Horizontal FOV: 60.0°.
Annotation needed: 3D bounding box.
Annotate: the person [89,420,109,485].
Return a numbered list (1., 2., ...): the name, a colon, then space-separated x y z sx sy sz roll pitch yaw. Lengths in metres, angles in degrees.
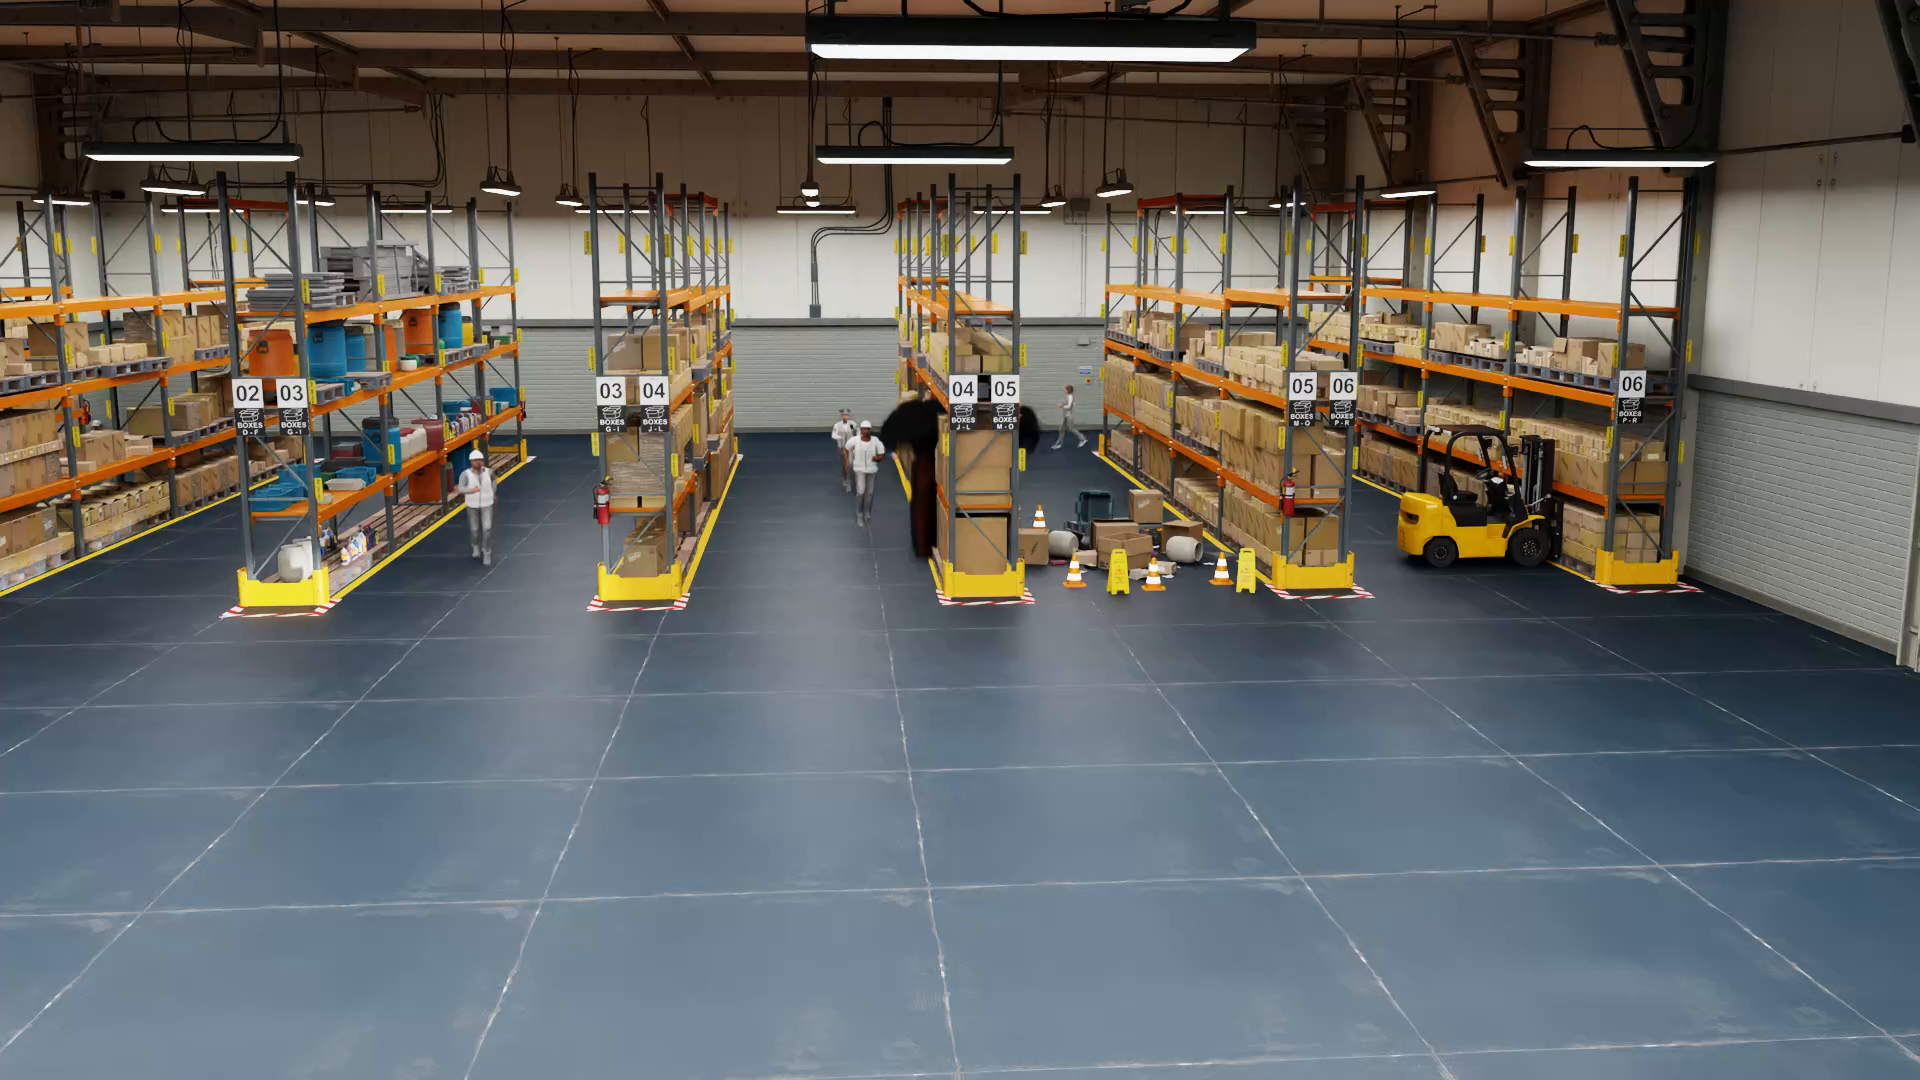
1. person: -17.065 -1.594 33.035 0.587 1.638 0.798 -3 11 -19

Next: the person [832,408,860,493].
1. person: -2.356 -1.864 34.415 0.571 1.738 0.832 0 10 1

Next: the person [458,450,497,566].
1. person: -7.689 -0.529 26.557 0.605 1.826 0.869 -3 11 -18

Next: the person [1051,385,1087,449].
1. person: 2.707 -3.056 41.269 0.888 1.592 0.547 -1 10 -6

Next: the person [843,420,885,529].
1. person: -1.621 -1.123 28.446 0.684 1.847 0.712 -2 10 -10
